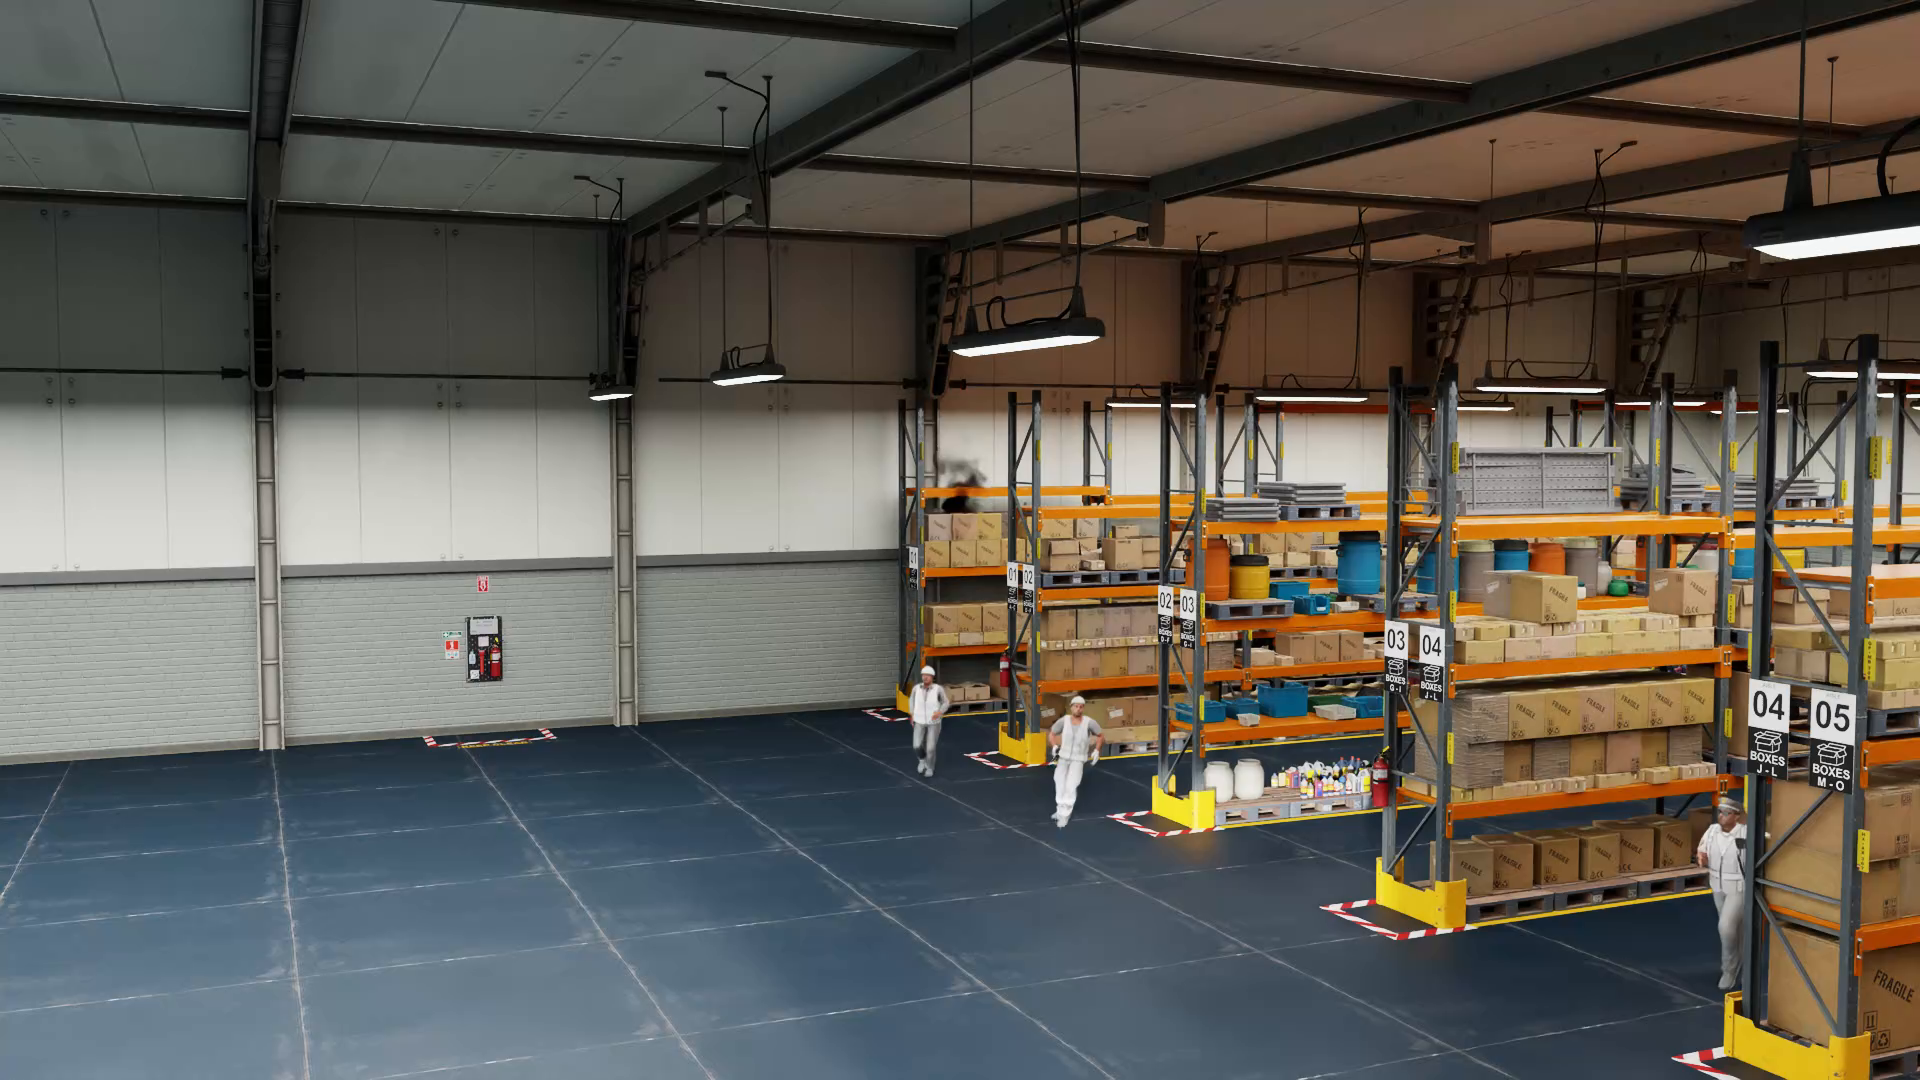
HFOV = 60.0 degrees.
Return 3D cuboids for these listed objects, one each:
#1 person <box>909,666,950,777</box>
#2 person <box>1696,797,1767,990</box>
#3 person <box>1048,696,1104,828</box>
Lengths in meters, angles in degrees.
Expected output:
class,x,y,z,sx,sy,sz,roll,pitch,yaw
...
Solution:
class,x,y,z,sx,sy,sz,roll,pitch,yaw
person,-0.494,2.802,25.636,0.680,1.734,0.592,1,3,9
person,7.399,3.355,15.887,0.911,1.832,0.673,-2,4,-32
person,1.530,2.980,22.397,0.718,1.774,0.667,1,4,18
